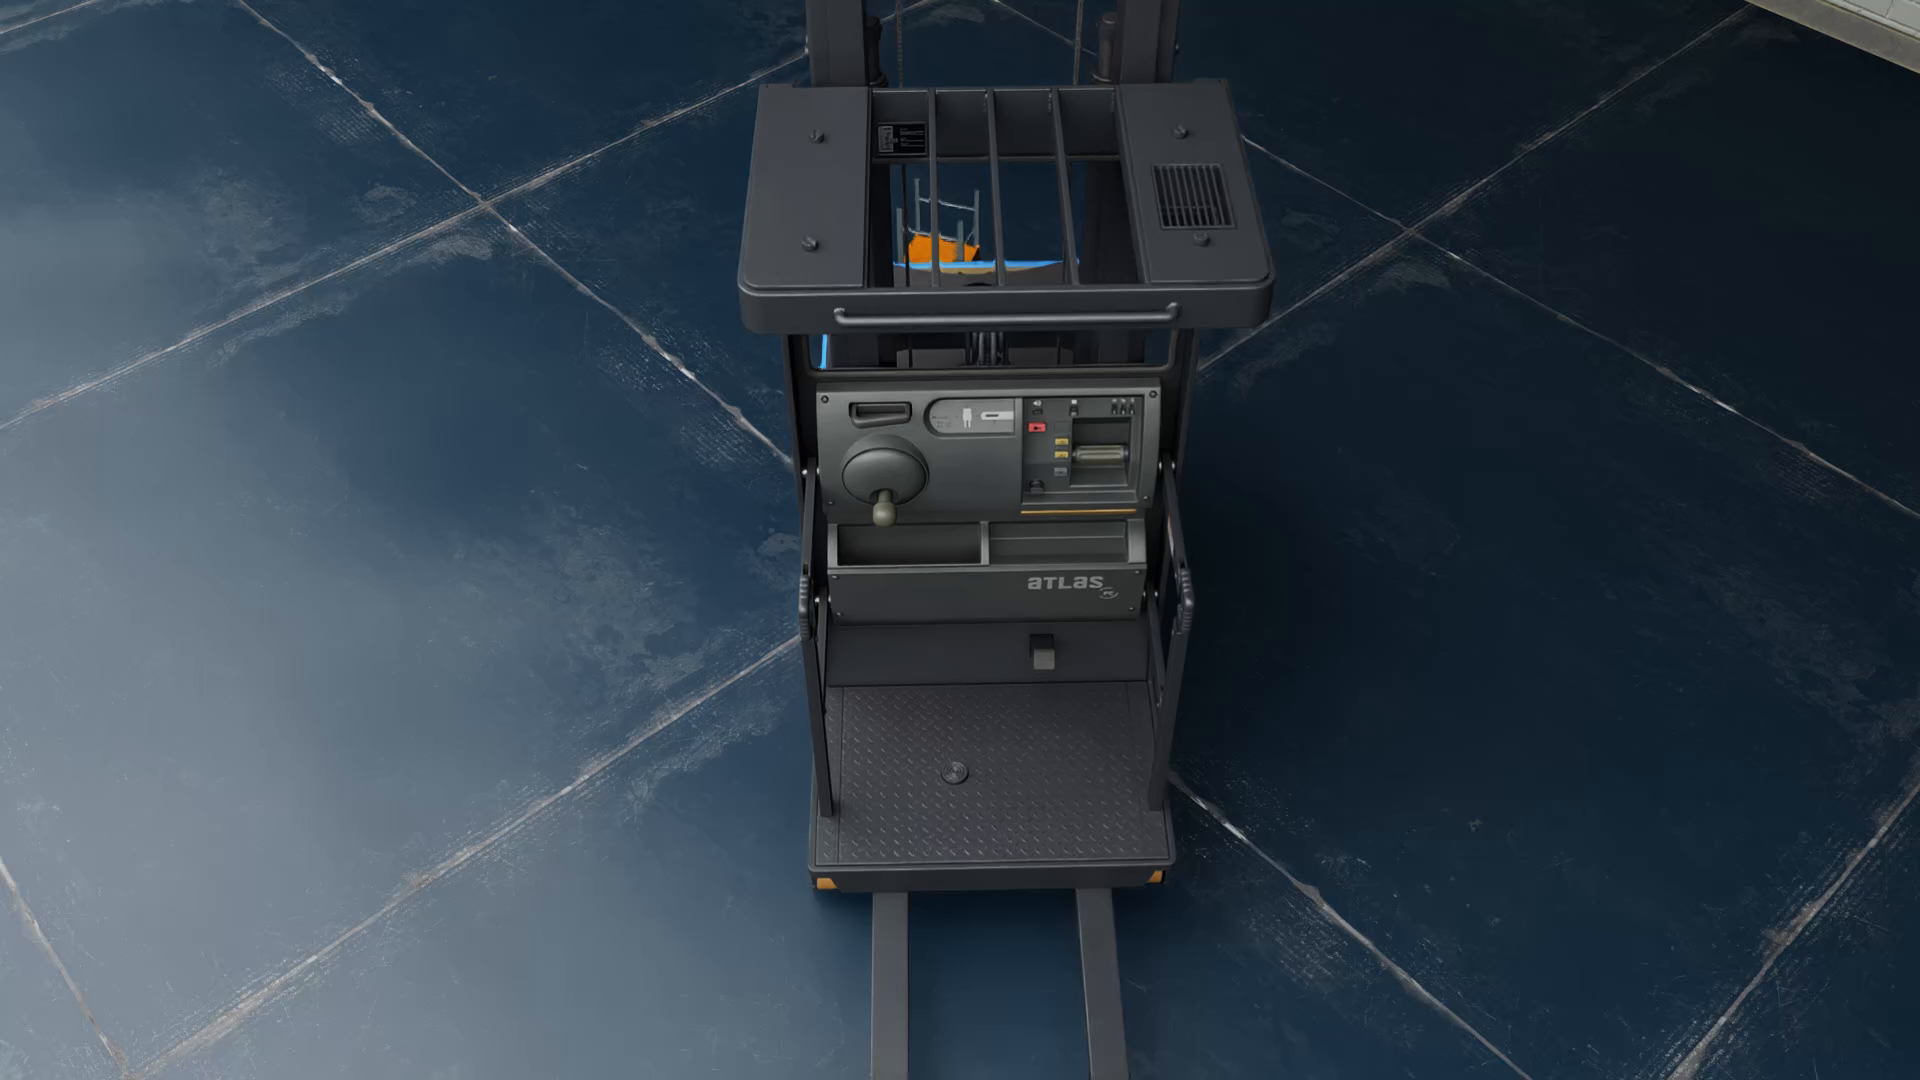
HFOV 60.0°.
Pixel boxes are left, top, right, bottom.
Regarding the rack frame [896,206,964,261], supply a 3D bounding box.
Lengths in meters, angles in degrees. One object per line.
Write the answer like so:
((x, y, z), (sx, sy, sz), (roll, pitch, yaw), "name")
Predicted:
((-0.102, -0.702, 6.081), (0.240, 1.200, 0.006), (13, 49, 12), "rack frame")

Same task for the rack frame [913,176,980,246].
((-0.047, -0.830, 6.200), (0.240, 1.200, 0.006), (13, 49, 12), "rack frame")

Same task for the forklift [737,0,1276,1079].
((0.086, -0.140, 4.385), (1.130, 2.935, 3.031), (-1, 47, -1), "forklift")

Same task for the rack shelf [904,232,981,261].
((-0.074, -0.980, 5.908), (0.258, 0.103, 0.180), (13, 49, 12), "rack shelf")

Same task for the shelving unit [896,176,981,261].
((-0.074, -0.766, 6.140), (0.258, 1.200, 0.189), (13, 49, 12), "shelving unit")
